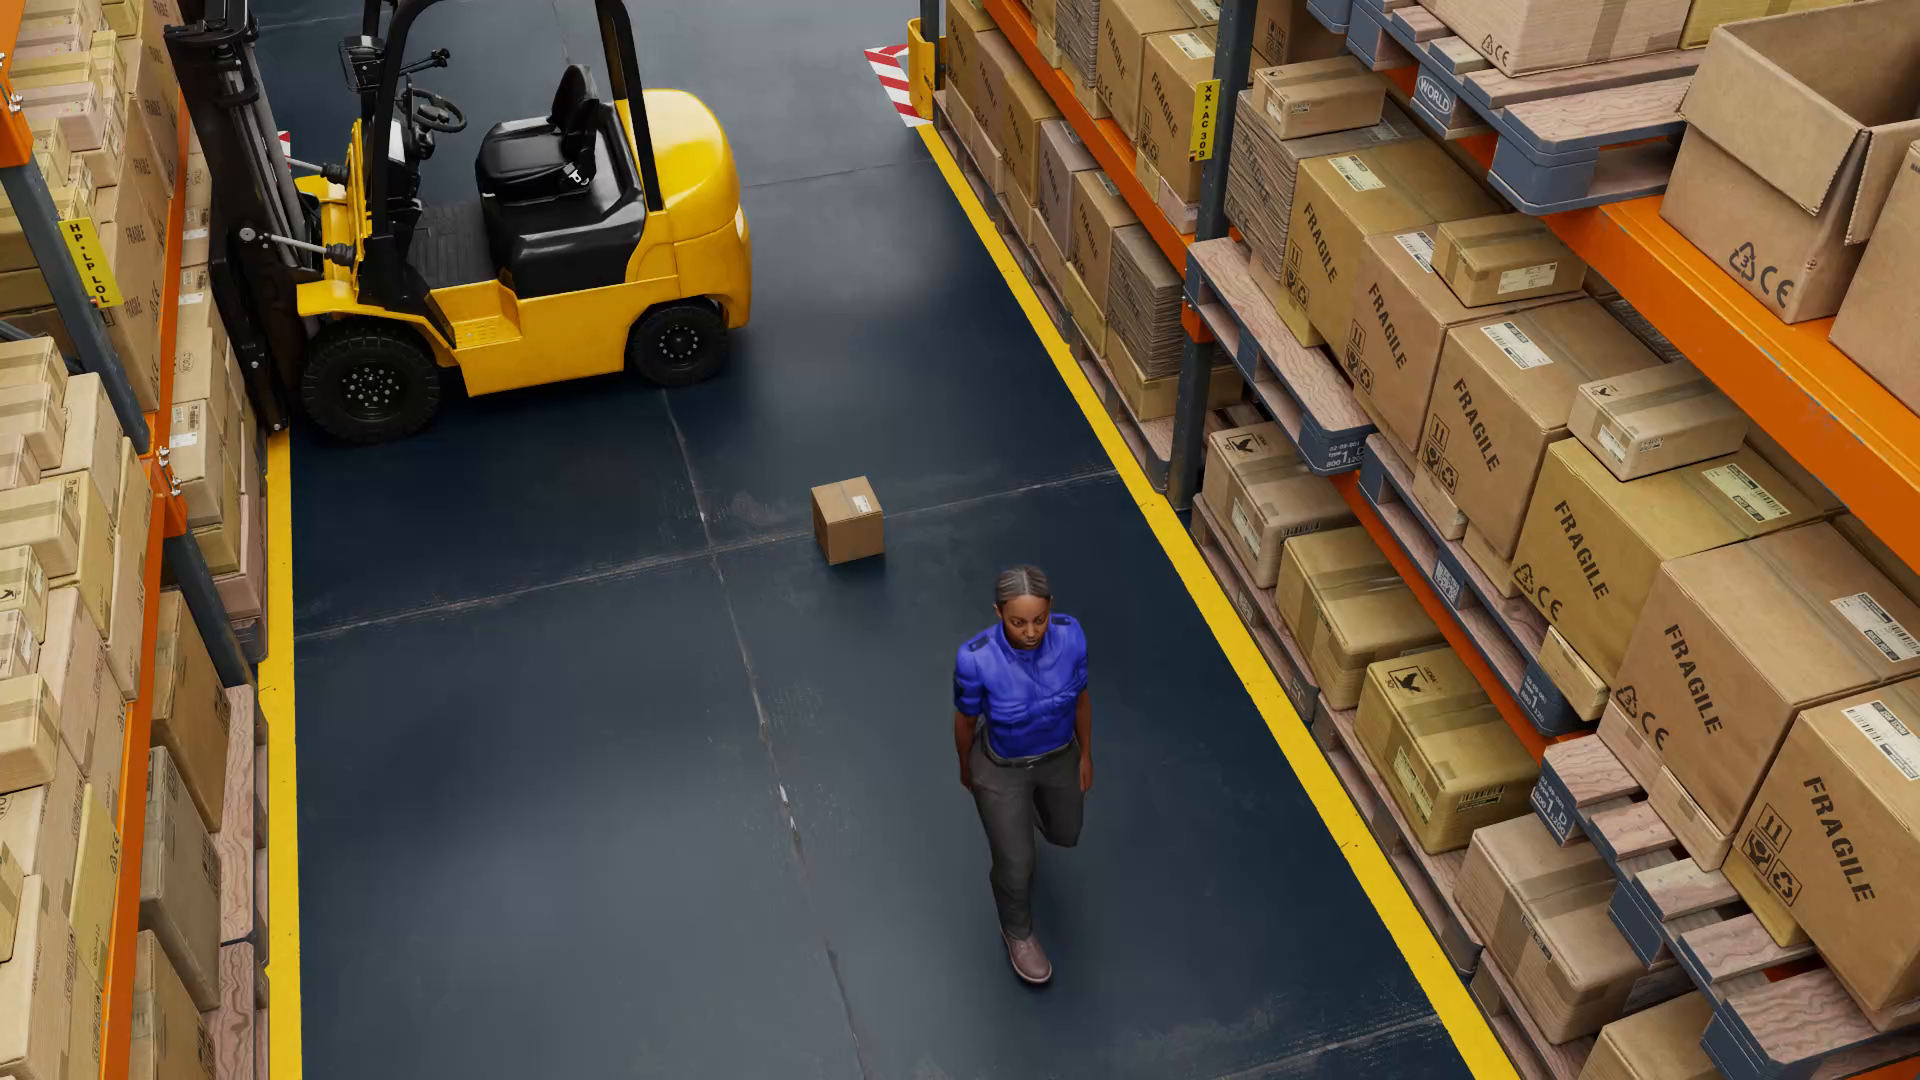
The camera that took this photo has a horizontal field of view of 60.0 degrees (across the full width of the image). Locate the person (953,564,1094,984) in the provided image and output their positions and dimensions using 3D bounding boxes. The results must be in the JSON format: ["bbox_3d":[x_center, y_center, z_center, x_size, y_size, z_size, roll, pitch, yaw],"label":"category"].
[{"bbox_3d":[0.195,0.680,5.395,0.445,1.628,0.736,-15,45,-16],"label":"person"}]
